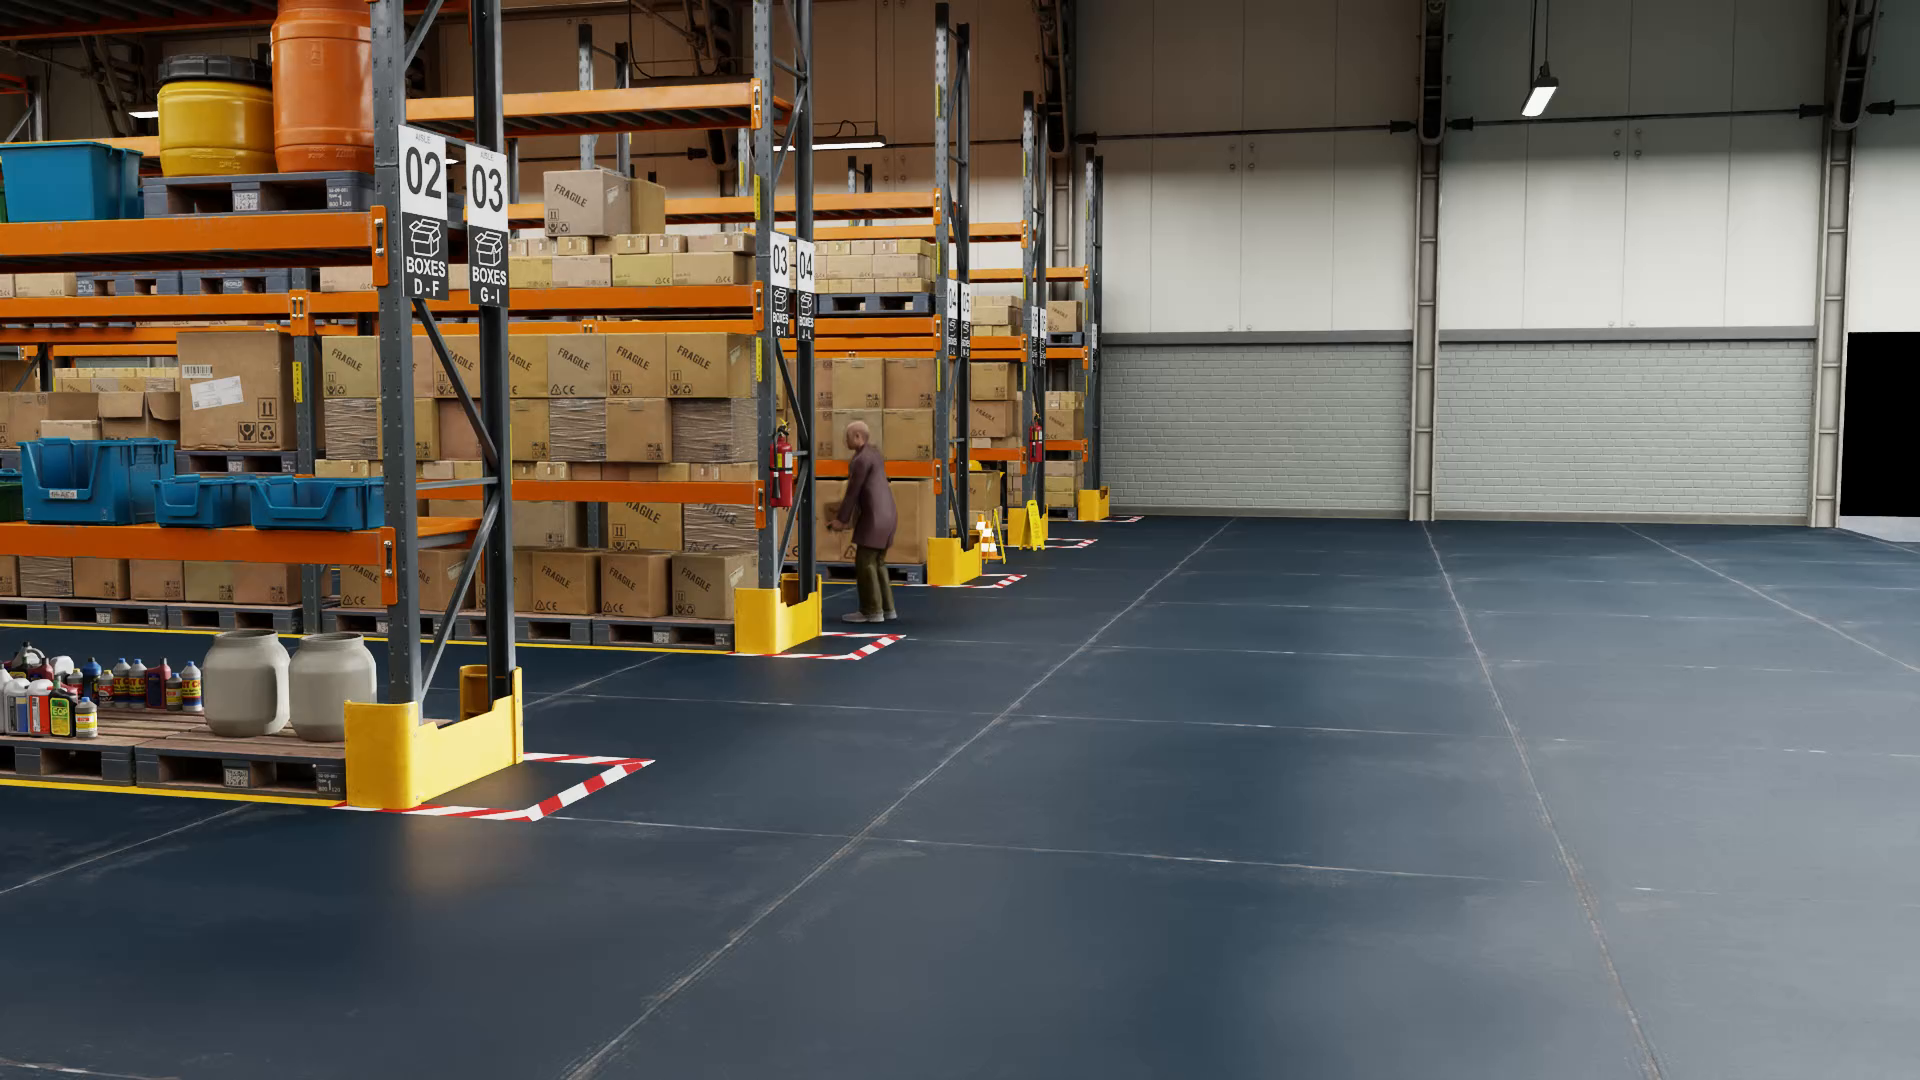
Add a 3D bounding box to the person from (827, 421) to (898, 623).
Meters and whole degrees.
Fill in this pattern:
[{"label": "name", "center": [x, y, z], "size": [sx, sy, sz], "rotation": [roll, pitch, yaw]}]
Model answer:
[{"label": "person", "center": [-0.849, -0.162, 14.577], "size": [0.592, 1.760, 0.529], "rotation": [1, 5, 12]}]
